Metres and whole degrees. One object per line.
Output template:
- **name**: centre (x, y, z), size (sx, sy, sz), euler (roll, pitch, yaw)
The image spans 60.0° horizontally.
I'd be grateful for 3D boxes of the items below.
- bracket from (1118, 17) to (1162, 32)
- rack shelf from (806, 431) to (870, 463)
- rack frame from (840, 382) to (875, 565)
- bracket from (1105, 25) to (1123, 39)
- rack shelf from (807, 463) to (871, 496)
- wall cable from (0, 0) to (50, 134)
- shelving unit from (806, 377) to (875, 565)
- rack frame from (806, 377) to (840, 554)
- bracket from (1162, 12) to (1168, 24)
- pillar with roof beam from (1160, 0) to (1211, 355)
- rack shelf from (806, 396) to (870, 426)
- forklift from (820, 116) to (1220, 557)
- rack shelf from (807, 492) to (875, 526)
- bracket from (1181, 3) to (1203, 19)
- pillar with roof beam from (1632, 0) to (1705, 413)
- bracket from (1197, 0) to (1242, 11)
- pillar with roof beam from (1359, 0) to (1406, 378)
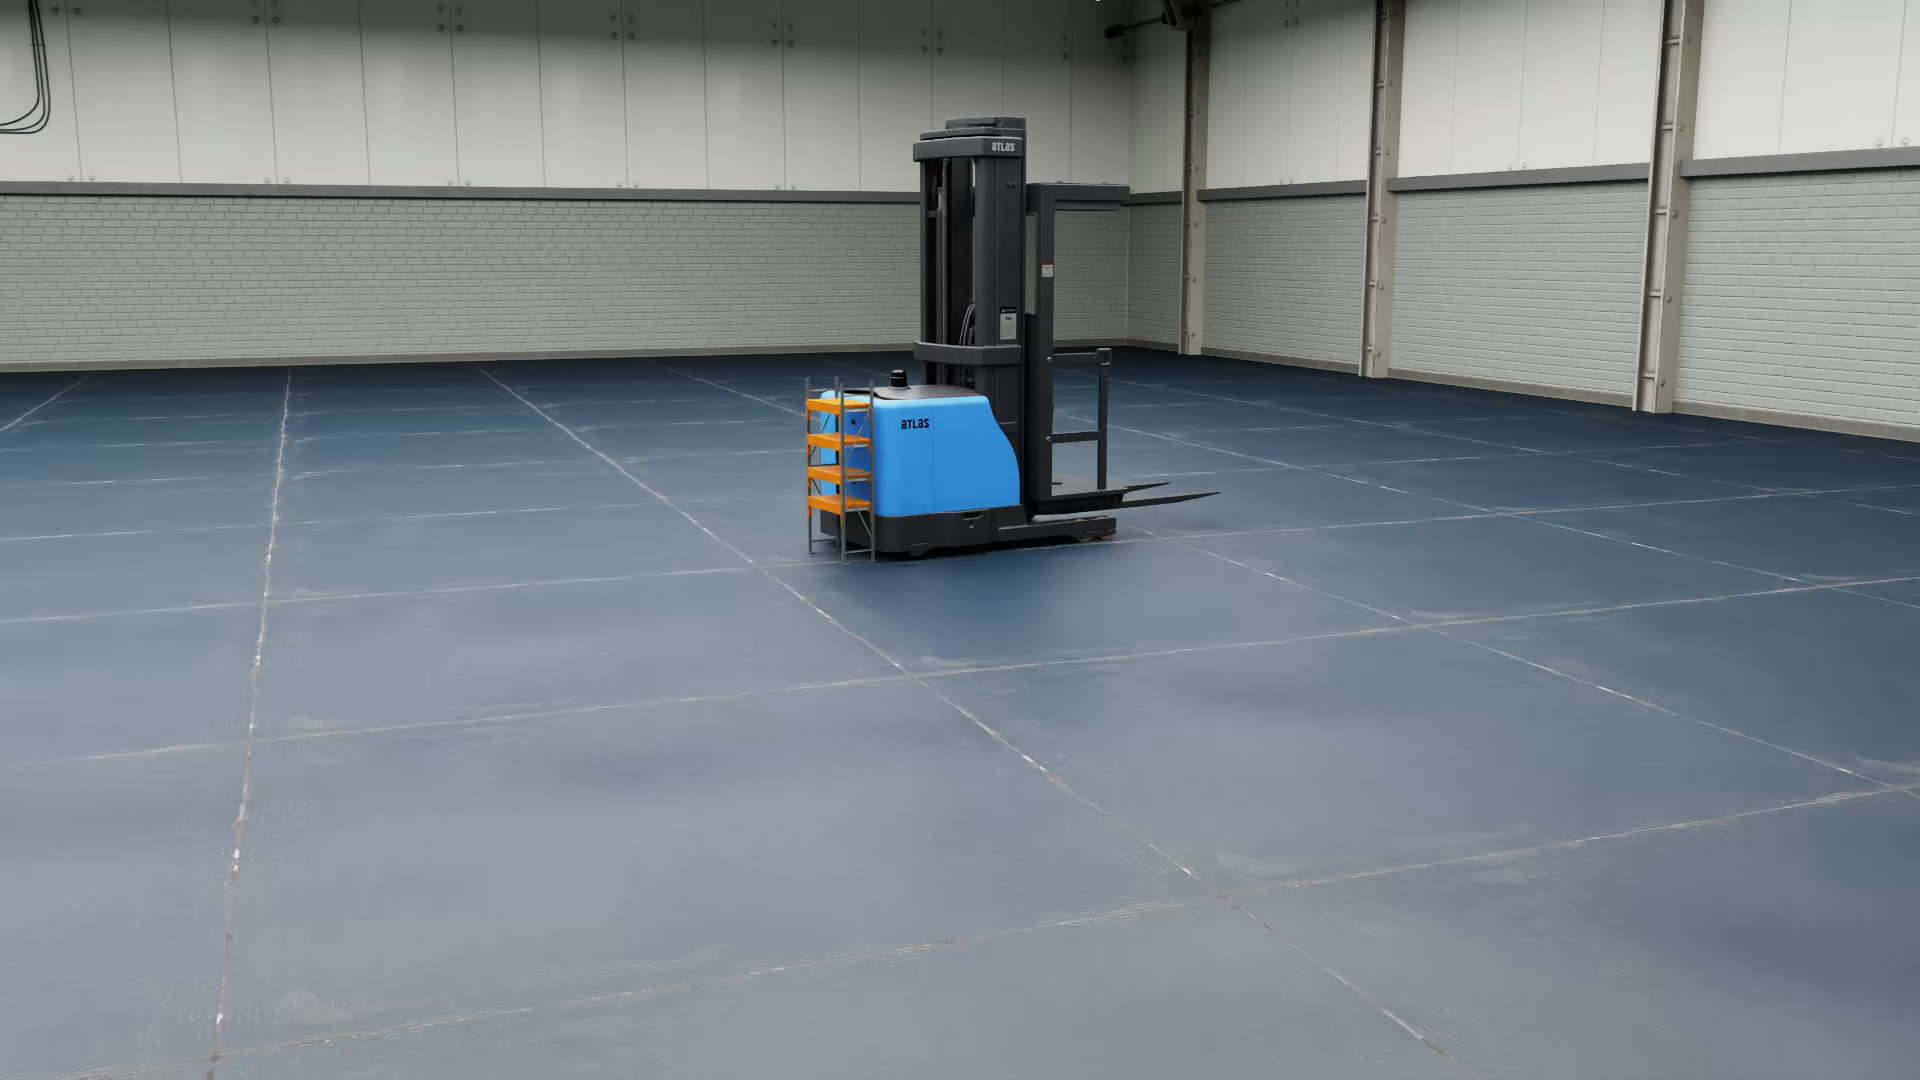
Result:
- **bracket**: centre (3.323, -10.132, 32.908), size (0.076, 0.066, 3.189), euler (-4, 11, -21)
- **rack shelf**: centre (-0.803, -0.626, 11.116), size (0.258, 0.148, 0.480), euler (-6, 12, -32)
- **rack frame**: centre (-0.673, -0.435, 10.940), size (0.240, 1.200, 0.015), euler (-6, 12, -32)
- **bracket**: centre (3.109, -10.229, 33.450), size (0.235, 0.232, 0.430), euler (-4, 11, -21)
- **rack shelf**: centre (-0.803, -0.405, 11.155), size (0.258, 0.148, 0.480), euler (-6, 12, -32)
- **wall cable**: centre (-15.891, -8.864, 26.348), size (2.305, 6.003, 0.169), euler (-4, 11, -21)
- **shelving unit**: centre (-0.803, -0.472, 11.144), size (0.258, 1.200, 0.503), euler (-6, 12, -32)
- **rack frame**: centre (-0.933, -0.508, 11.347), size (0.240, 1.200, 0.015), euler (-6, 12, -32)
- **bracket**: centre (3.968, -9.842, 31.275), size (0.235, 0.232, 0.430), euler (-4, 11, -21)
- **pillar with roof beam**: centre (0.437, -7.751, 29.801), size (9.100, 9.000, 0.548), euler (-4, 11, -21)
- **rack shelf**: centre (-0.803, -0.859, 11.075), size (0.258, 0.148, 0.480), euler (-6, 12, -32)
- **forklift**: centre (0.530, -1.500, 11.985), size (3.031, 2.935, 1.130), euler (-6, 12, -31)
- **rack shelf**: centre (-0.804, -0.210, 11.190), size (0.258, 0.148, 0.480), euler (-6, 12, -32)
- **bracket**: centre (4.269, -9.706, 30.514), size (0.235, 0.232, 0.430), euler (-4, 11, -21)
- **pillar with roof beam**: centre (4.786, -5.792, 18.789), size (9.100, 9.000, 0.400), euler (-4, 11, -21)
- **bracket**: centre (5.203, -9.286, 28.150), size (0.076, 0.066, 4.783), euler (-4, 11, -21)
- **pillar with roof beam**: centre (2.611, -6.772, 24.295), size (9.100, 9.000, 0.400), euler (-4, 11, -21)
